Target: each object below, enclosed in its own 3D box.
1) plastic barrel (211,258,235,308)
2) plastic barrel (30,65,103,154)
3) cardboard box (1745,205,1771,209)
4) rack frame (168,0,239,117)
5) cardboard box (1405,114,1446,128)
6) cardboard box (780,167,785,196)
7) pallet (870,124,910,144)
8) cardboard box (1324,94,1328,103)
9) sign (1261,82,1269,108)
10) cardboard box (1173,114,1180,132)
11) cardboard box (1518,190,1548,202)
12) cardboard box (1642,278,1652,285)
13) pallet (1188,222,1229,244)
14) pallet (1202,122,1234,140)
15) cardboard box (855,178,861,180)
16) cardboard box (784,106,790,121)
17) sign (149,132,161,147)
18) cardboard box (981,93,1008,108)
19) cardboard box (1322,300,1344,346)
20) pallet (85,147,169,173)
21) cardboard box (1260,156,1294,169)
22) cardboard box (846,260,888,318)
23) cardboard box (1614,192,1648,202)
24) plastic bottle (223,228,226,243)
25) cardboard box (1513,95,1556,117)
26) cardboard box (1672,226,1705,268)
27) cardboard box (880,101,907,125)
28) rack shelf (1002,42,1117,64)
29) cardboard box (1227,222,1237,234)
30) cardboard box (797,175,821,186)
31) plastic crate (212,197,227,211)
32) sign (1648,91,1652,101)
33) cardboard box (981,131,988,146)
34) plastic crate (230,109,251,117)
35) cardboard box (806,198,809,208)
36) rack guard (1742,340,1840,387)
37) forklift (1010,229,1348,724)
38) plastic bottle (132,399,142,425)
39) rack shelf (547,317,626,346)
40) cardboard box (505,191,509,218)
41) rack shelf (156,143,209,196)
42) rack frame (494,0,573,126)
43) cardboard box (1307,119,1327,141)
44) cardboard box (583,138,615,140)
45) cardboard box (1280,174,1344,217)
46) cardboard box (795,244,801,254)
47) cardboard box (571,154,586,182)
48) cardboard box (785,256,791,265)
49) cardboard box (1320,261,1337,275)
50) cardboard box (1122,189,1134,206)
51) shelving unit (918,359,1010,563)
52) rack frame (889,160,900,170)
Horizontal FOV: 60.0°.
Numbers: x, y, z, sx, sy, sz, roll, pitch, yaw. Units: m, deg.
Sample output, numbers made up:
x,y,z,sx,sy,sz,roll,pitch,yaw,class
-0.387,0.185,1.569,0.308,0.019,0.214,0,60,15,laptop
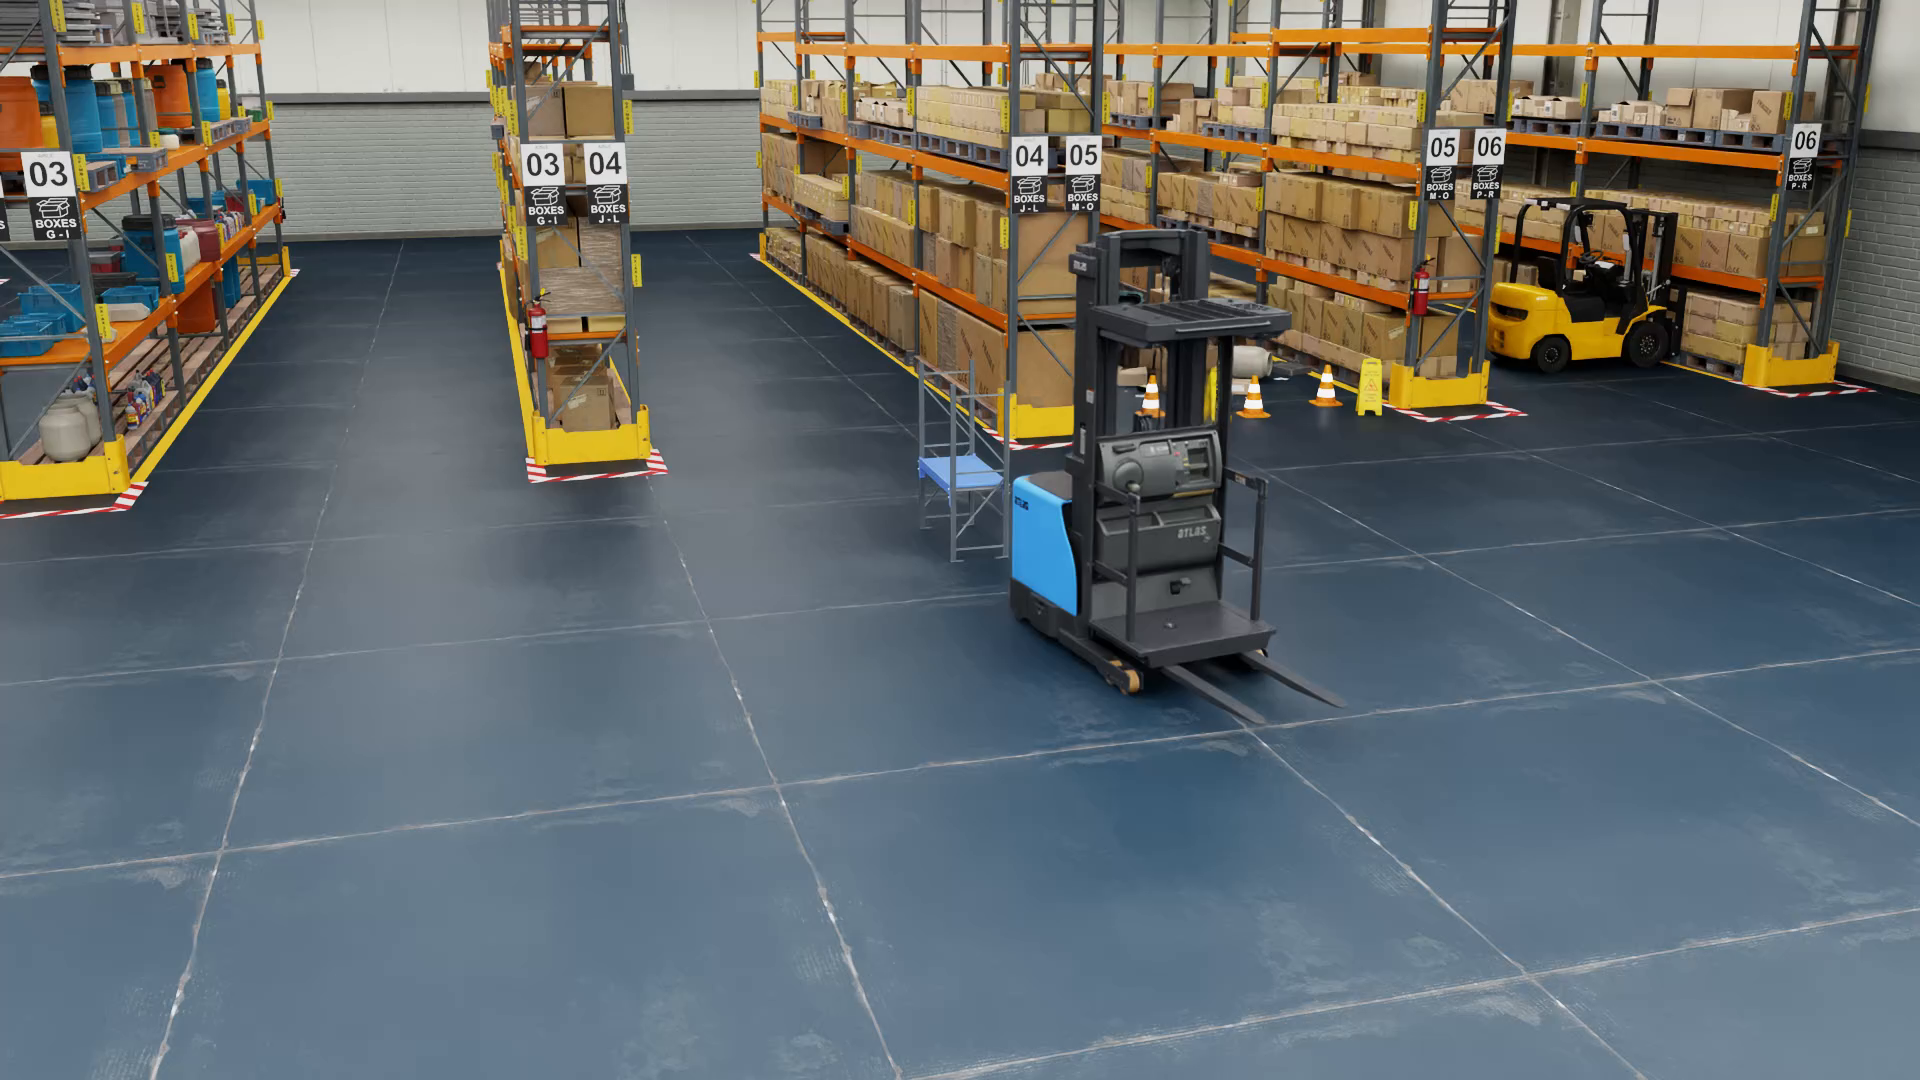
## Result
x,y,z,sx,sy,sz,roll,pitch,yaw,class
-11.528,-4.043,25.616,0.600,0.901,0.708,-5,17,-15,plastic barrel
-9.487,-4.576,17.657,0.600,0.901,0.708,-5,17,-15,plastic barrel
10.438,-4.272,21.640,0.380,0.149,0.250,-5,17,-15,cardboard box
-11.856,-8.068,25.669,1.000,3.000,0.127,-5,17,-15,rack frame
5.355,-4.819,19.118,0.380,0.149,0.250,-5,17,-15,cardboard box
-2.979,-6.534,30.299,0.500,0.500,0.500,-5,17,-16,cardboard box
-0.660,-5.707,23.353,1.003,0.211,1.213,-4,17,-13,pallet
6.943,-8.140,30.657,0.380,0.149,0.250,-5,17,-15,cardboard box
4.100,-5.985,22.365,0.100,0.325,0.005,-5,17,-15,sign
3.527,-6.465,25.779,0.396,0.266,0.258,-5,17,-15,cardboard box
8.781,-5.268,25.473,0.380,0.149,0.250,-5,17,-17,cardboard box
9.514,-3.476,23.122,0.500,0.250,0.500,-4,17,-13,cardboard box
4.117,-4.627,24.976,1.003,0.211,1.213,-5,17,-15,pallet
4.278,-5.970,24.224,1.213,0.211,1.003,-5,17,-15,pallet
-1.719,-5.934,27.665,0.380,0.149,0.250,-5,18,-17,cardboard box
-2.818,-7.569,29.482,0.500,0.250,0.500,-5,17,-15,cardboard box
-9.126,-4.463,18.867,0.100,0.325,0.005,-5,17,-15,sign
0.444,-4.785,18.100,0.380,0.149,0.250,-4,17,-14,cardboard box
4.983,-2.779,21.237,0.500,0.500,0.500,-5,17,-17,cardboard box
-9.365,-4.136,18.122,1.213,0.211,1.003,-5,17,-15,pallet
6.385,-7.738,33.438,0.500,0.500,0.500,-4,17,-14,cardboard box
-1.117,-3.792,25.044,1.050,0.750,0.750,-5,17,-16,cardboard box
9.444,-4.805,23.416,0.380,0.149,0.250,-5,17,-16,cardboard box
-10.839,-4.501,24.425,0.061,0.283,0.133,-5,17,-15,plastic bottle
8.760,-6.587,25.203,0.500,0.311,0.500,-5,18,-17,cardboard box
9.841,-3.893,22.025,0.500,0.500,0.500,-5,17,-16,cardboard box
-0.792,-5.848,22.744,0.500,0.311,0.500,-5,18,-17,cardboard box
1.885,-9.260,31.584,1.077,0.370,4.000,-5,17,-15,rack shelf
4.065,-4.501,23.930,0.380,0.149,0.250,-5,17,-16,cardboard box
-2.549,-6.094,28.199,0.380,0.149,0.250,-4,17,-14,cardboard box
-12.842,-5.791,28.705,0.416,0.233,0.300,-5,17,-15,plastic crate
9.938,-6.317,24.017,0.100,0.325,0.005,-5,17,-15,sign
0.444,-4.403,18.213,0.380,0.149,0.250,-4,17,-14,cardboard box
-11.934,-6.934,27.336,0.497,0.269,0.590,-5,17,-15,plastic crate
-2.346,-5.601,27.589,0.380,0.149,0.250,-5,18,-18,cardboard box
10.510,-2.240,21.041,1.175,0.500,0.348,-5,17,-15,rack guard
4.587,-3.436,20.795,15.389,2.935,18.733,-8,18,-24,forklift
-8.802,-1.376,17.774,0.061,0.283,0.133,-4,17,-14,plastic bottle
-4.346,-2.569,18.703,0.919,0.124,3.809,-5,17,-15,rack shelf
-7.208,-5.487,27.332,0.500,0.500,0.500,-5,17,-15,cardboard box
-10.207,-4.627,20.679,1.077,0.370,4.000,-5,17,-15,rack shelf
-5.995,-7.353,23.289,1.000,3.000,0.127,-5,17,-15,rack frame
4.767,-5.239,21.210,0.500,0.250,0.500,-5,17,-15,cardboard box
-3.628,-3.997,16.897,0.380,0.149,0.250,-4,17,-14,cardboard box
4.665,-4.544,21.938,0.700,0.500,0.500,-5,17,-15,cardboard box
-2.754,-5.217,29.796,0.380,0.149,0.250,-4,17,-15,cardboard box
-3.680,-3.786,16.887,0.500,0.250,0.500,-4,17,-14,cardboard box
-3.017,-5.154,30.622,0.380,0.149,0.250,-5,17,-15,cardboard box
4.850,-3.502,21.334,0.380,0.149,0.250,-5,17,-15,cardboard box
3.012,-5.687,27.561,0.500,0.250,0.500,-5,17,-17,cardboard box
0.023,-0.695,14.158,0.538,1.500,1.048,-5,17,-15,shelving unit
-1.201,-4.844,25.364,0.949,2.616,0.053,-5,17,-15,rack frame
